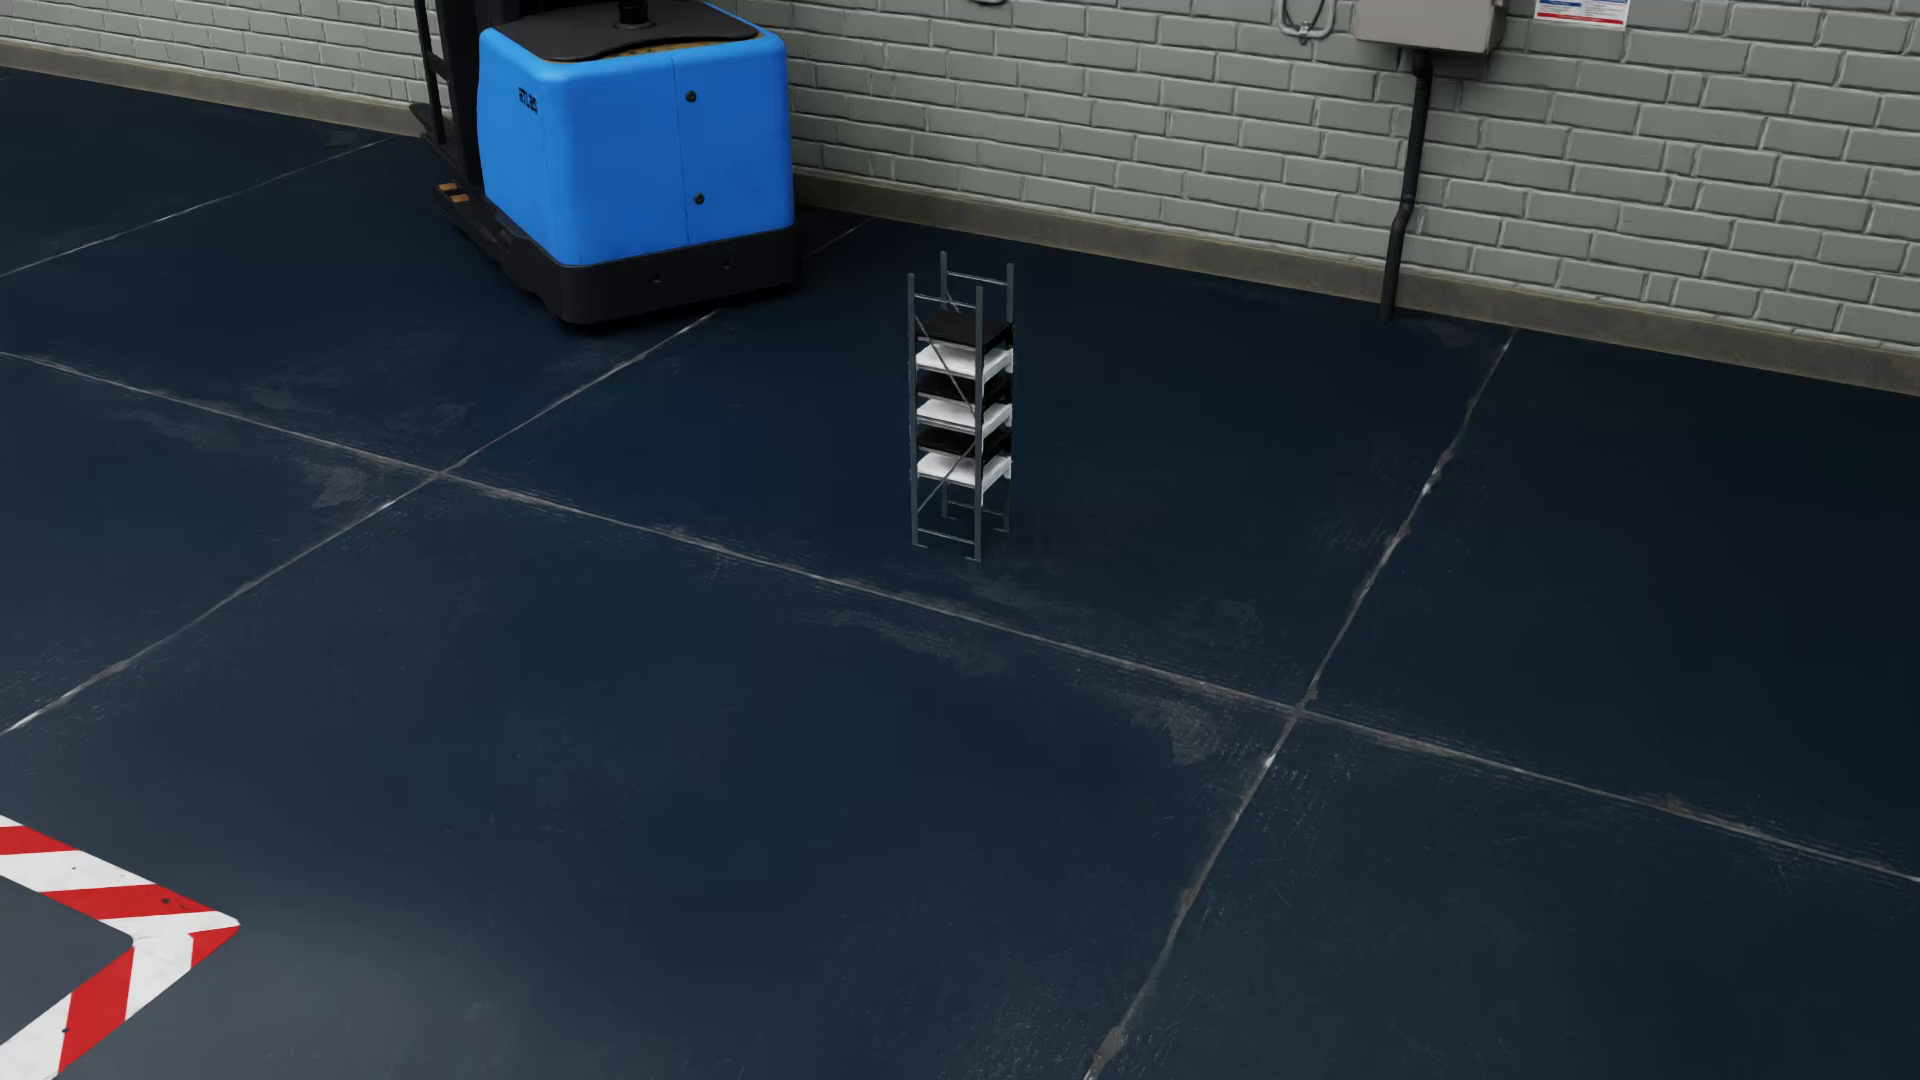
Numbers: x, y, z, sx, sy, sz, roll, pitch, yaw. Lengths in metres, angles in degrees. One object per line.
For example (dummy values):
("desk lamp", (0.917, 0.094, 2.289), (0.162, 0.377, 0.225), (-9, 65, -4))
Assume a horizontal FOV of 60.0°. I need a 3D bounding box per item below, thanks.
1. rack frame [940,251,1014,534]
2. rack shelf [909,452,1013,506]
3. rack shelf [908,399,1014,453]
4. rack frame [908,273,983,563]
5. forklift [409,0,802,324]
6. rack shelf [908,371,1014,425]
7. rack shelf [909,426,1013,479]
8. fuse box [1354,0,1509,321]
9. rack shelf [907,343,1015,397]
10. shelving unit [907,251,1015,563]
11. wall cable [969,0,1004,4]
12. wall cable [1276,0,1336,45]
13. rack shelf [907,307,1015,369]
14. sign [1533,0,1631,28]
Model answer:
("rack frame", (0.050, -0.439, 5.111), (0.240, 0.900, 0.006), (14, 33, 23))
("rack shelf", (0.004, -0.209, 5.138), (0.258, 0.077, 0.200), (14, 33, 23))
("rack shelf", (0.004, -0.365, 5.049), (0.258, 0.077, 0.200), (14, 33, 23))
("rack frame", (-0.043, -0.349, 4.954), (0.240, 0.900, 0.006), (14, 33, 23))
("forklift", (-1.857, -2.825, 7.225), (1.130, 2.935, 3.031), (-17, 34, -26))
("rack shelf", (0.004, -0.443, 5.004), (0.258, 0.077, 0.200), (14, 33, 23))
("rack shelf", (0.004, -0.287, 5.094), (0.258, 0.077, 0.200), (14, 33, 23))
("fuse box", (1.760, -1.633, 6.375), (0.539, 1.711, 0.414), (14, 33, 23))
("rack shelf", (0.004, -0.521, 4.959), (0.258, 0.077, 0.200), (14, 33, 23))
("shelving unit", (0.004, -0.394, 5.032), (0.258, 0.900, 0.210), (14, 33, 23))
("wall cable", (-0.043, -3.187, 6.736), (0.585, 1.953, 0.123), (14, 33, 23))
("wall cable", (1.225, -2.857, 6.192), (0.588, 1.984, 0.122), (14, 33, 23))
("rack shelf", (0.004, -0.599, 4.914), (0.258, 0.077, 0.200), (14, 33, 23))
("sign", (2.294, -2.130, 6.043), (0.329, 0.494, 0.001), (14, 33, 23))
